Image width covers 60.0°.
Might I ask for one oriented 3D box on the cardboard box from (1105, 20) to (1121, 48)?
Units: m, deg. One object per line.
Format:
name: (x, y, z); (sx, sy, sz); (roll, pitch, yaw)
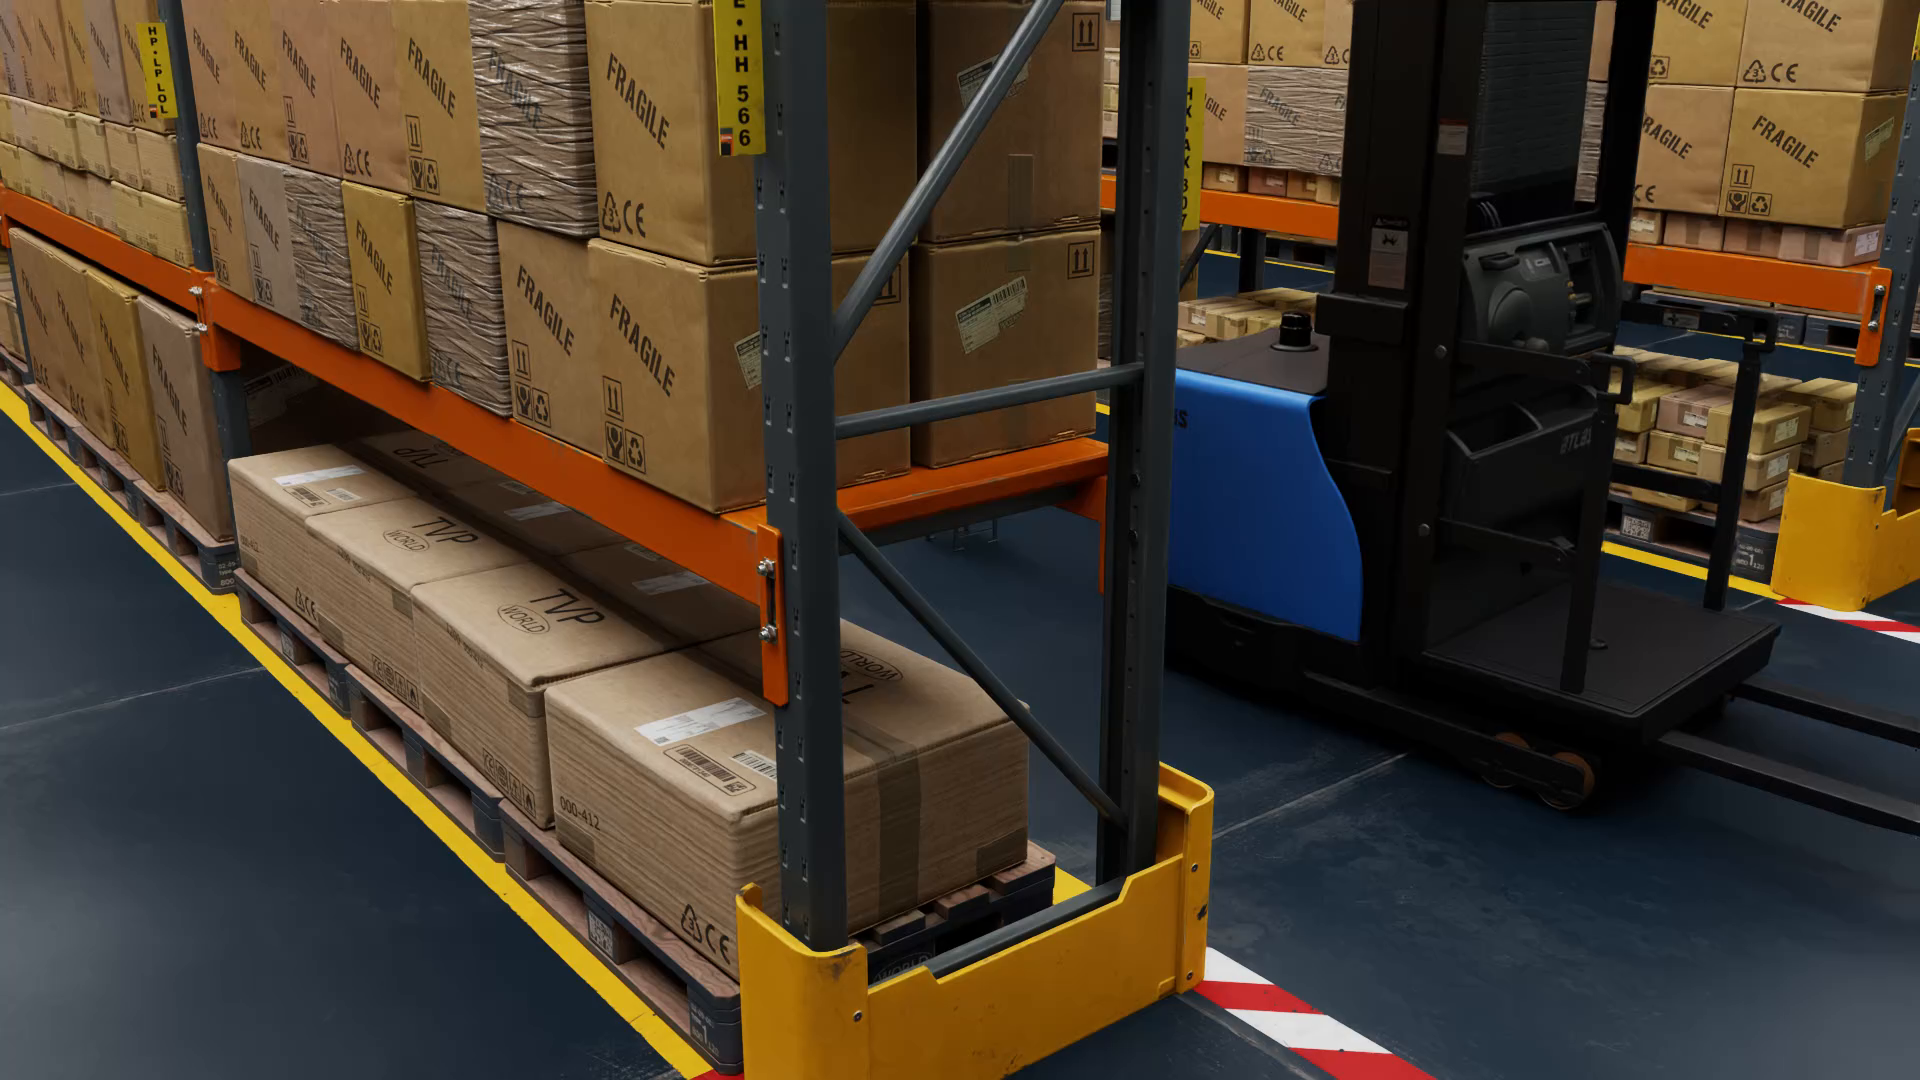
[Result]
cardboard box: (1.518, -5.010, 16.890); (0.797, 0.503, 0.637); (-11, 21, -31)

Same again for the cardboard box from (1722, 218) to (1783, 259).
cardboard box: (3.320, -1.246, 6.752); (0.380, 0.149, 0.250); (-14, 23, -36)

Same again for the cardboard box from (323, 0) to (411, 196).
cardboard box: (-1.397, -1.244, 4.599); (0.500, 0.500, 0.500); (-14, 23, -37)

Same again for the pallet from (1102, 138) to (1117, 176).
pallet: (1.025, -2.382, 10.091); (1.003, 0.211, 1.213); (-14, 23, -36)

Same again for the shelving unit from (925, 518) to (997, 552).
shelving unit: (0.005, -0.425, 7.215); (0.258, 0.900, 0.210); (-14, 23, -36)

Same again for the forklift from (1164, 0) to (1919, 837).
forklift: (1.964, -0.773, 5.034); (1.130, 2.935, 3.031); (-17, 25, -41)

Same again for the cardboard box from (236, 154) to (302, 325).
cardboard box: (-2.037, -1.022, 5.517); (0.500, 0.500, 0.500); (-14, 23, -36)

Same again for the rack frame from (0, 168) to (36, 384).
rack frame: (-4.916, -2.251, 9.390); (1.000, 3.000, 0.127); (-14, 23, -36)

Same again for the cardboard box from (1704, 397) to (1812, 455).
cardboard box: (3.341, -0.481, 6.963); (0.380, 0.149, 0.250); (-14, 23, -35)

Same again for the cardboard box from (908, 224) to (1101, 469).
cardboard box: (-0.022, -0.502, 3.947); (0.500, 0.500, 0.500); (-14, 23, -37)

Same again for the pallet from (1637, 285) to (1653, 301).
pallet: (4.798, -2.052, 13.222); (1.003, 0.211, 1.213); (-14, 23, -36)

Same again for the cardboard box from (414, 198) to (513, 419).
cardboard box: (-1.083, -0.646, 4.383); (0.500, 0.500, 0.500); (-13, 22, -35)

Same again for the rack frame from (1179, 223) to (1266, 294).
rack frame: (1.385, -2.257, 9.406); (1.000, 3.000, 0.127); (-14, 23, -36)

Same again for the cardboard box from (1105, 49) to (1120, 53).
cardboard box: (1.013, -2.999, 10.434); (0.380, 0.149, 0.250); (-14, 23, -37)

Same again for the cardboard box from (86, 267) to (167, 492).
cardboard box: (-3.447, -0.815, 7.763); (0.875, 0.875, 0.875); (-13, 22, -35)

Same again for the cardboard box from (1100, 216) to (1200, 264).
cardboard box: (1.134, -1.859, 10.321); (0.500, 0.250, 0.500); (-15, 24, -38)

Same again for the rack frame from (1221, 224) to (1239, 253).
rack frame: (2.853, -4.186, 15.231); (1.000, 3.000, 0.127); (-14, 23, -36)

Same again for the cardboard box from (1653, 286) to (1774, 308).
cardboard box: (5.683, -2.212, 11.984); (0.875, 0.875, 0.875); (-14, 23, -36)

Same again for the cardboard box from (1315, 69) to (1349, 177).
cardboard box: (2.093, -2.023, 8.066); (0.500, 0.500, 0.500); (-15, 23, -37)

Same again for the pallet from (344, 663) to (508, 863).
pallet: (-1.260, 0.561, 5.331); (1.003, 0.211, 1.213); (-14, 23, -36)

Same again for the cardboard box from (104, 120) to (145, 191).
cardboard box: (-3.213, -1.615, 6.911); (0.500, 0.250, 0.500); (-13, 23, -35)

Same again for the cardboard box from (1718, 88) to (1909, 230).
cardboard box: (3.388, -1.520, 6.550); (0.500, 0.500, 0.500); (-13, 23, -35)

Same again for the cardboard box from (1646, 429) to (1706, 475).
cardboard box: (3.197, -0.408, 7.216); (0.380, 0.149, 0.250); (-15, 23, -37)

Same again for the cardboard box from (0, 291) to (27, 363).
cardboard box: (-5.259, -1.344, 10.163); (0.950, 0.372, 0.625); (-16, 24, -40)

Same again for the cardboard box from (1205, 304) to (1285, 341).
cardboard box: (1.561, -1.180, 9.076); (0.380, 0.149, 0.250); (-13, 22, -33)

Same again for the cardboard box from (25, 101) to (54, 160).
cardboard box: (-4.175, -1.992, 8.049); (0.500, 0.250, 0.500); (-14, 23, -36)

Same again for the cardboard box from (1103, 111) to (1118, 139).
cardboard box: (0.984, -2.396, 9.558); (0.380, 0.149, 0.250); (-15, 23, -37)

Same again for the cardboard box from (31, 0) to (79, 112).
cardboard box: (-3.866, -2.228, 7.571); (0.500, 0.500, 0.500); (-14, 23, -35)

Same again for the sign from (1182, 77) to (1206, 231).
sign: (0.490, -0.836, 3.611); (0.100, 0.325, 0.005); (-14, 23, -36)

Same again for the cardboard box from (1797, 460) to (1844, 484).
cardboard box: (3.794, -0.309, 7.390); (0.380, 0.149, 0.250); (-13, 23, -35)

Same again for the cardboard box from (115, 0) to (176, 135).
cardboard box: (-2.907, -1.849, 6.425); (0.500, 0.500, 0.500); (-13, 22, -34)

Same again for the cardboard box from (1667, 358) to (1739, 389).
cardboard box: (3.488, -0.727, 7.705); (0.380, 0.149, 0.250); (-14, 23, -36)

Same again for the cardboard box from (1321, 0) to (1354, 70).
cardboard box: (2.097, -2.506, 7.937); (0.500, 0.500, 0.500); (-14, 23, -35)

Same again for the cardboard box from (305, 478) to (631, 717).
cardboard box: (-1.570, 0.147, 5.554); (0.875, 0.438, 0.875); (-15, 23, -38)

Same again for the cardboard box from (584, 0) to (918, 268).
cardboard box: (-0.435, -0.875, 3.482); (0.500, 0.500, 0.500); (-13, 22, -34)

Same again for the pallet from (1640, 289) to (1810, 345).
pallet: (5.747, -1.674, 12.081); (1.003, 0.211, 1.213); (-14, 23, -36)

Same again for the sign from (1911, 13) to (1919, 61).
sign: (3.421, -1.867, 5.886); (0.100, 0.325, 0.005); (-14, 23, -36)

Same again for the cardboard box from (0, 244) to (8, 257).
cardboard box: (-6.623, -1.884, 11.792); (0.950, 0.372, 0.625); (-12, 22, -33)

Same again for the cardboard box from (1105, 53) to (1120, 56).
cardboard box: (0.815, -2.746, 9.669); (0.380, 0.149, 0.250); (-15, 23, -38)

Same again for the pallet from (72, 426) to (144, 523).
pallet: (-3.732, -0.418, 8.290); (1.003, 0.211, 1.213); (-14, 23, -36)

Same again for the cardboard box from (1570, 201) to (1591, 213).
cardboard box: (2.835, -1.434, 7.319); (0.380, 0.149, 0.250); (-15, 24, -38)

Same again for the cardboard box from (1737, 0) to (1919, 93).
cardboard box: (3.390, -1.999, 6.404); (0.500, 0.500, 0.500); (-15, 23, -37)

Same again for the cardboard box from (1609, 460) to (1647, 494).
cardboard box: (3.043, -0.332, 7.459); (0.380, 0.149, 0.250); (-14, 23, -36)

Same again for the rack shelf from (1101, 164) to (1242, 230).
rack shelf: (0.143, -2.408, 11.007); (1.077, 0.370, 4.000); (-14, 23, -36)

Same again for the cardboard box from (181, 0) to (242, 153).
cardboard box: (-2.327, -1.623, 5.743); (0.500, 0.500, 0.500); (-14, 23, -36)

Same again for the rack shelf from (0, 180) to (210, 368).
rack shelf: (-3.674, -1.417, 8.015); (1.077, 0.370, 4.000); (-14, 23, -36)

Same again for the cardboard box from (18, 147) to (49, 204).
cardboard box: (-4.477, -1.887, 8.529); (0.500, 0.250, 0.500); (-15, 23, -38)

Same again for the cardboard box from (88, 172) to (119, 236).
cardboard box: (-3.522, -1.510, 7.388); (0.500, 0.250, 0.500); (-15, 23, -38)

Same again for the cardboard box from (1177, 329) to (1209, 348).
cardboard box: (1.360, -1.092, 9.283); (0.380, 0.149, 0.250); (-13, 22, -34)

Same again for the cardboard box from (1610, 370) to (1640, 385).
cardboard box: (2.859, -0.669, 7.531); (0.380, 0.149, 0.250); (-15, 24, -38)

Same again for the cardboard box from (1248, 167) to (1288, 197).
cardboard box: (1.730, -1.899, 8.726); (0.380, 0.149, 0.250); (-15, 24, -38)

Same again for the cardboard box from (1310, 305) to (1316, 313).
cardboard box: (2.160, -1.233, 9.236); (0.380, 0.149, 0.250); (-14, 23, -37)

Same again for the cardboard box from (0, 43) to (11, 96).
cardboard box: (-4.801, -2.604, 8.706); (0.500, 0.500, 0.500); (-15, 23, -38)
